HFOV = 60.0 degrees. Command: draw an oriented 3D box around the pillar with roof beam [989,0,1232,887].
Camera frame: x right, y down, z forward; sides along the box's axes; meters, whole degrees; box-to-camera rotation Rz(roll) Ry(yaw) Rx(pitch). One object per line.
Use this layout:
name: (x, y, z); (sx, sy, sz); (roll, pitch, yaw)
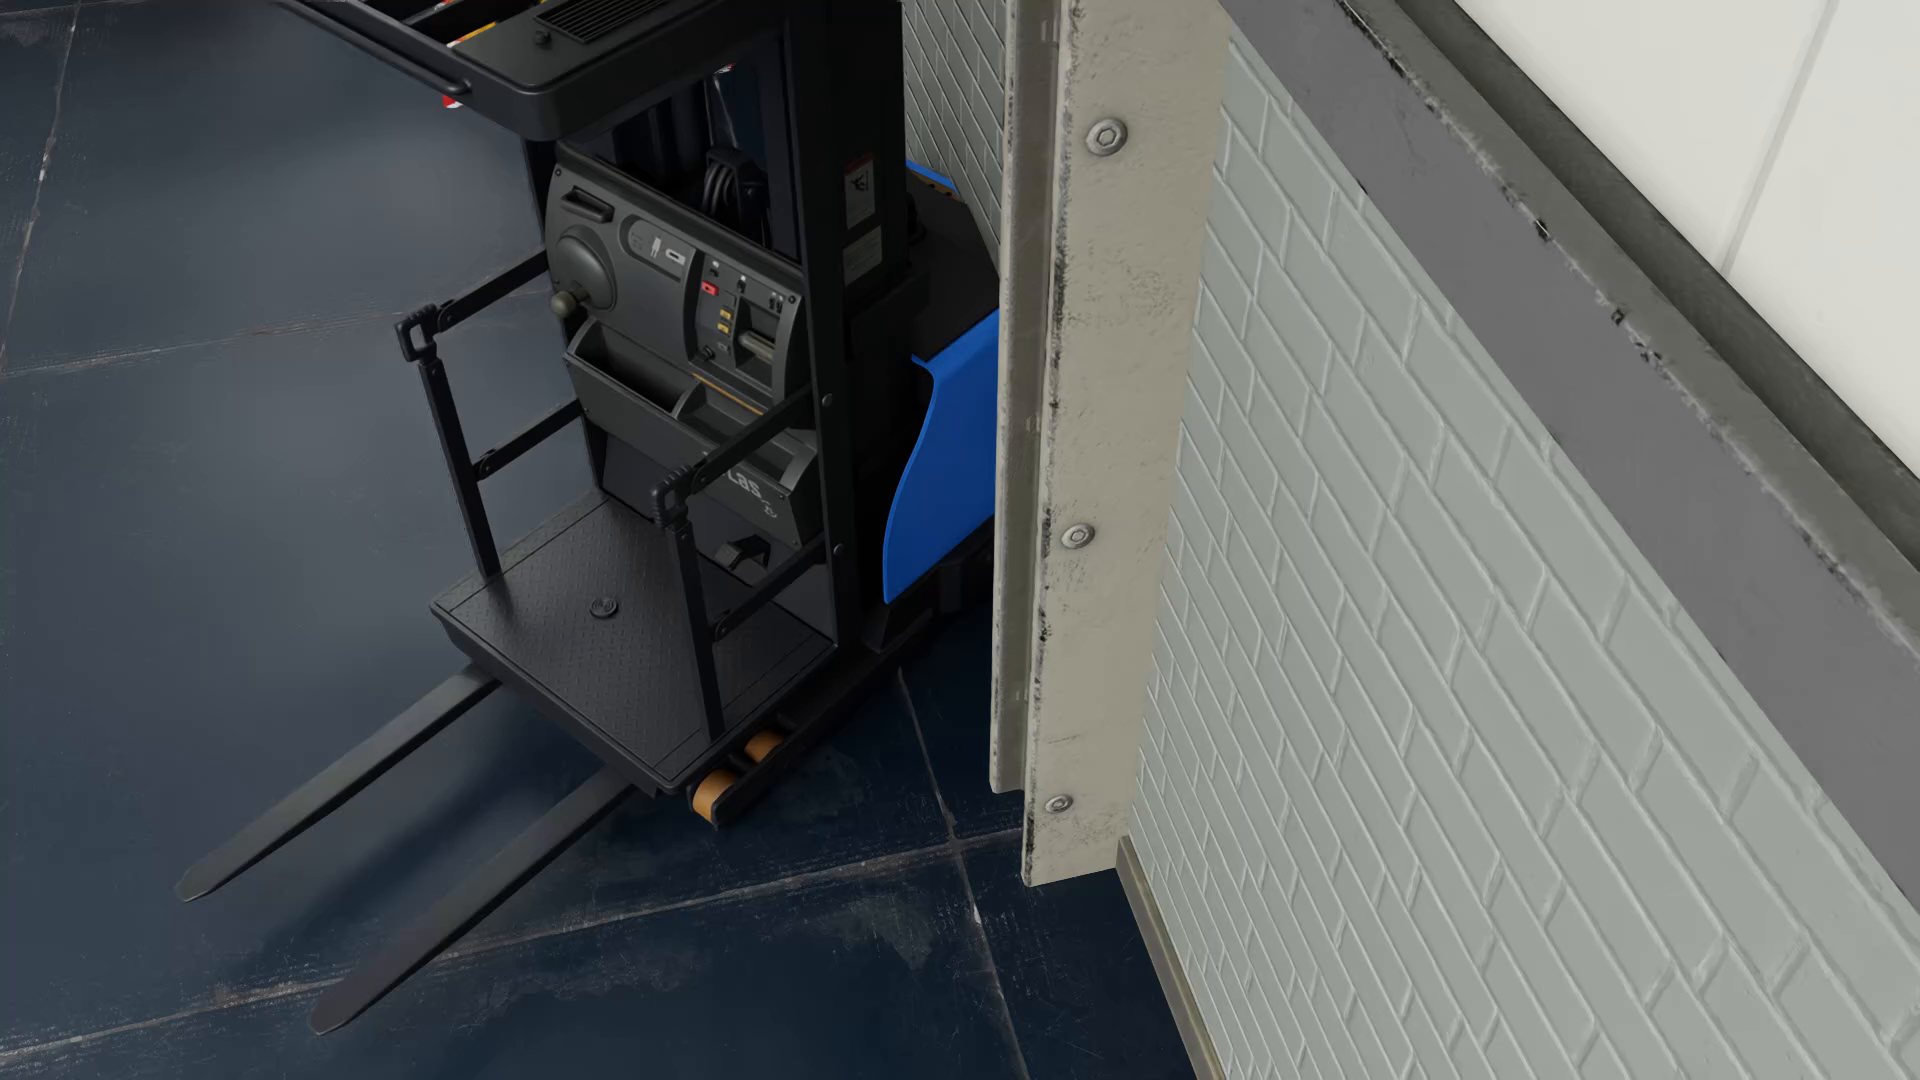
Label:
pillar with roof beam: (-3.875, -1.530, 0.949); (9.100, 9.000, 0.400); (-11, 47, -10)

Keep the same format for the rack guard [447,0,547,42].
rack guard: (-1.936, -2.823, 8.167); (1.175, 0.500, 0.348); (-11, 47, -10)

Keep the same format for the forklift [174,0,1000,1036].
forklift: (-0.905, -0.596, 4.282); (1.130, 2.935, 3.031); (31, 53, 27)
